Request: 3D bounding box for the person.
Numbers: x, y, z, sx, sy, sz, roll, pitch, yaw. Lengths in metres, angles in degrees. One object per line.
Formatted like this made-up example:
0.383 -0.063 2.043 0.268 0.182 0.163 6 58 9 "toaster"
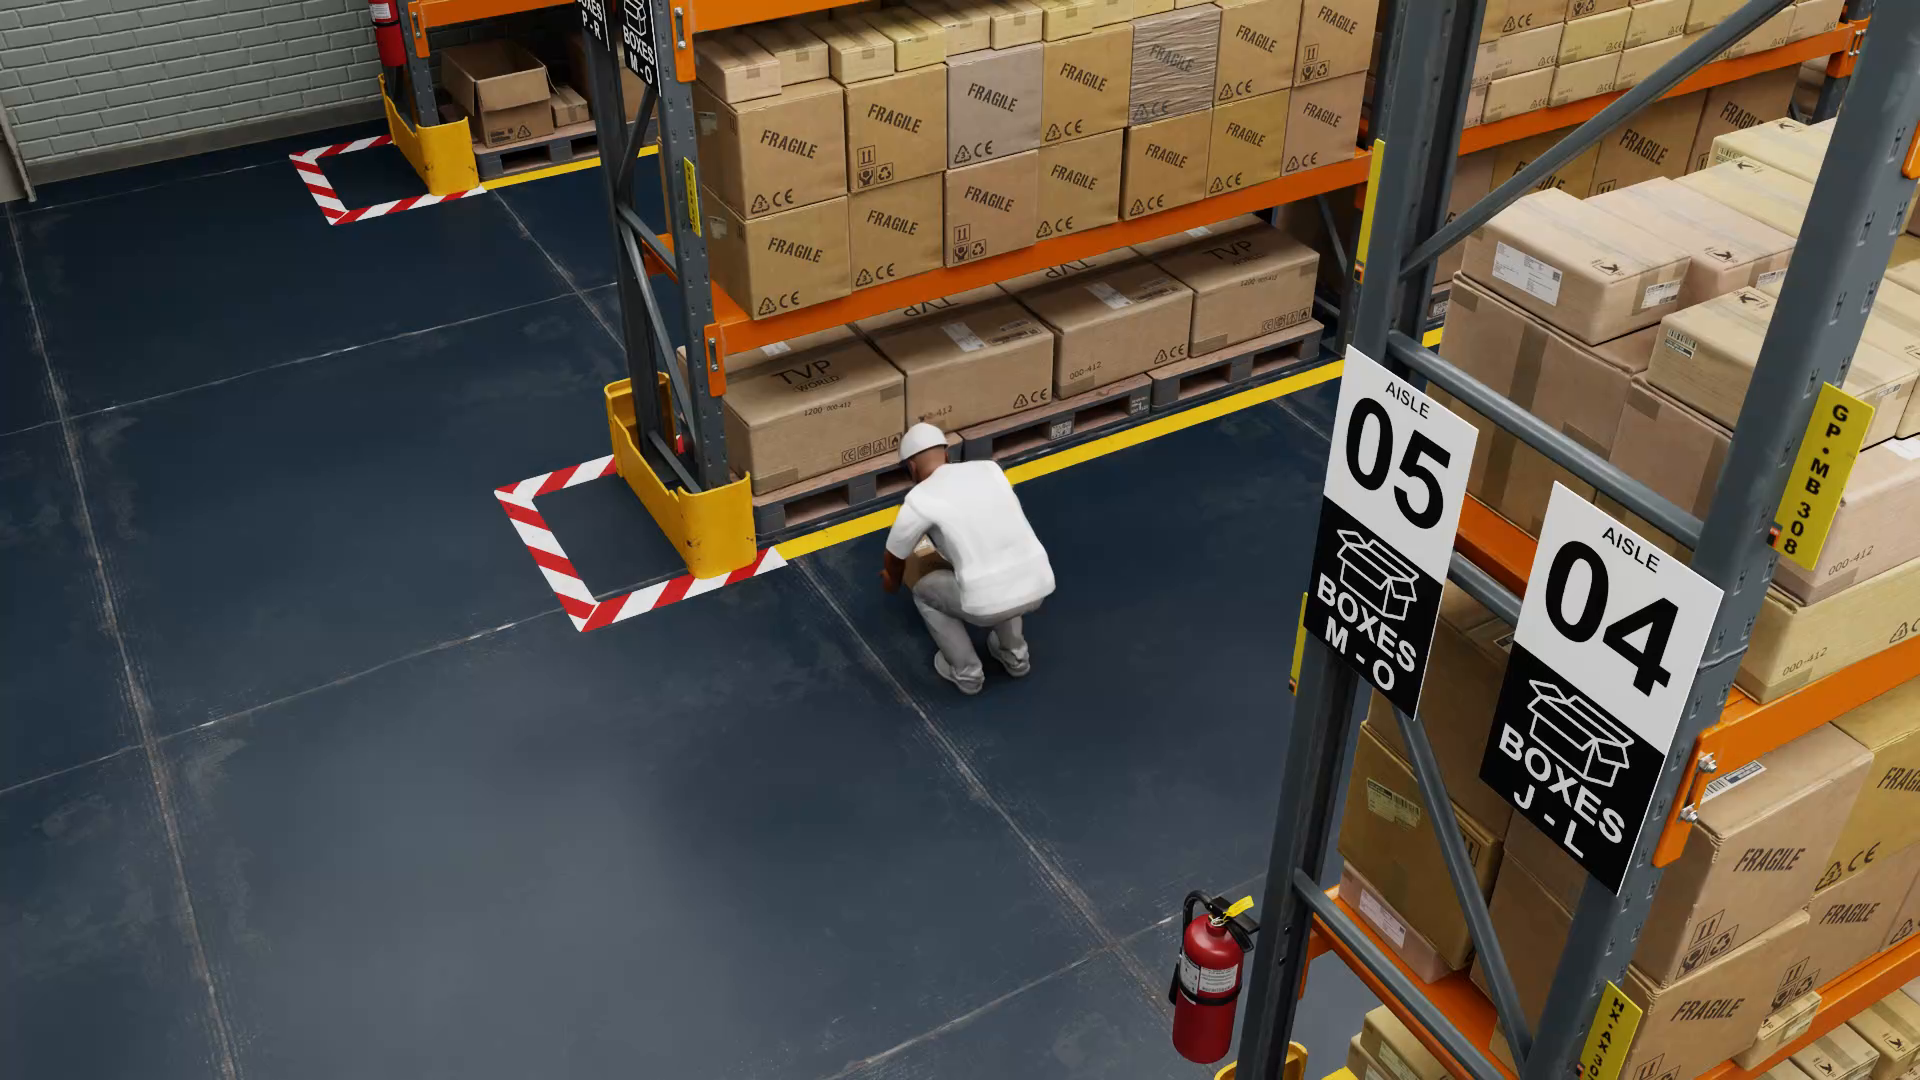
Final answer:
0.015 0.107 7.317 0.603 1.111 0.860 -19 41 -24 "person"
